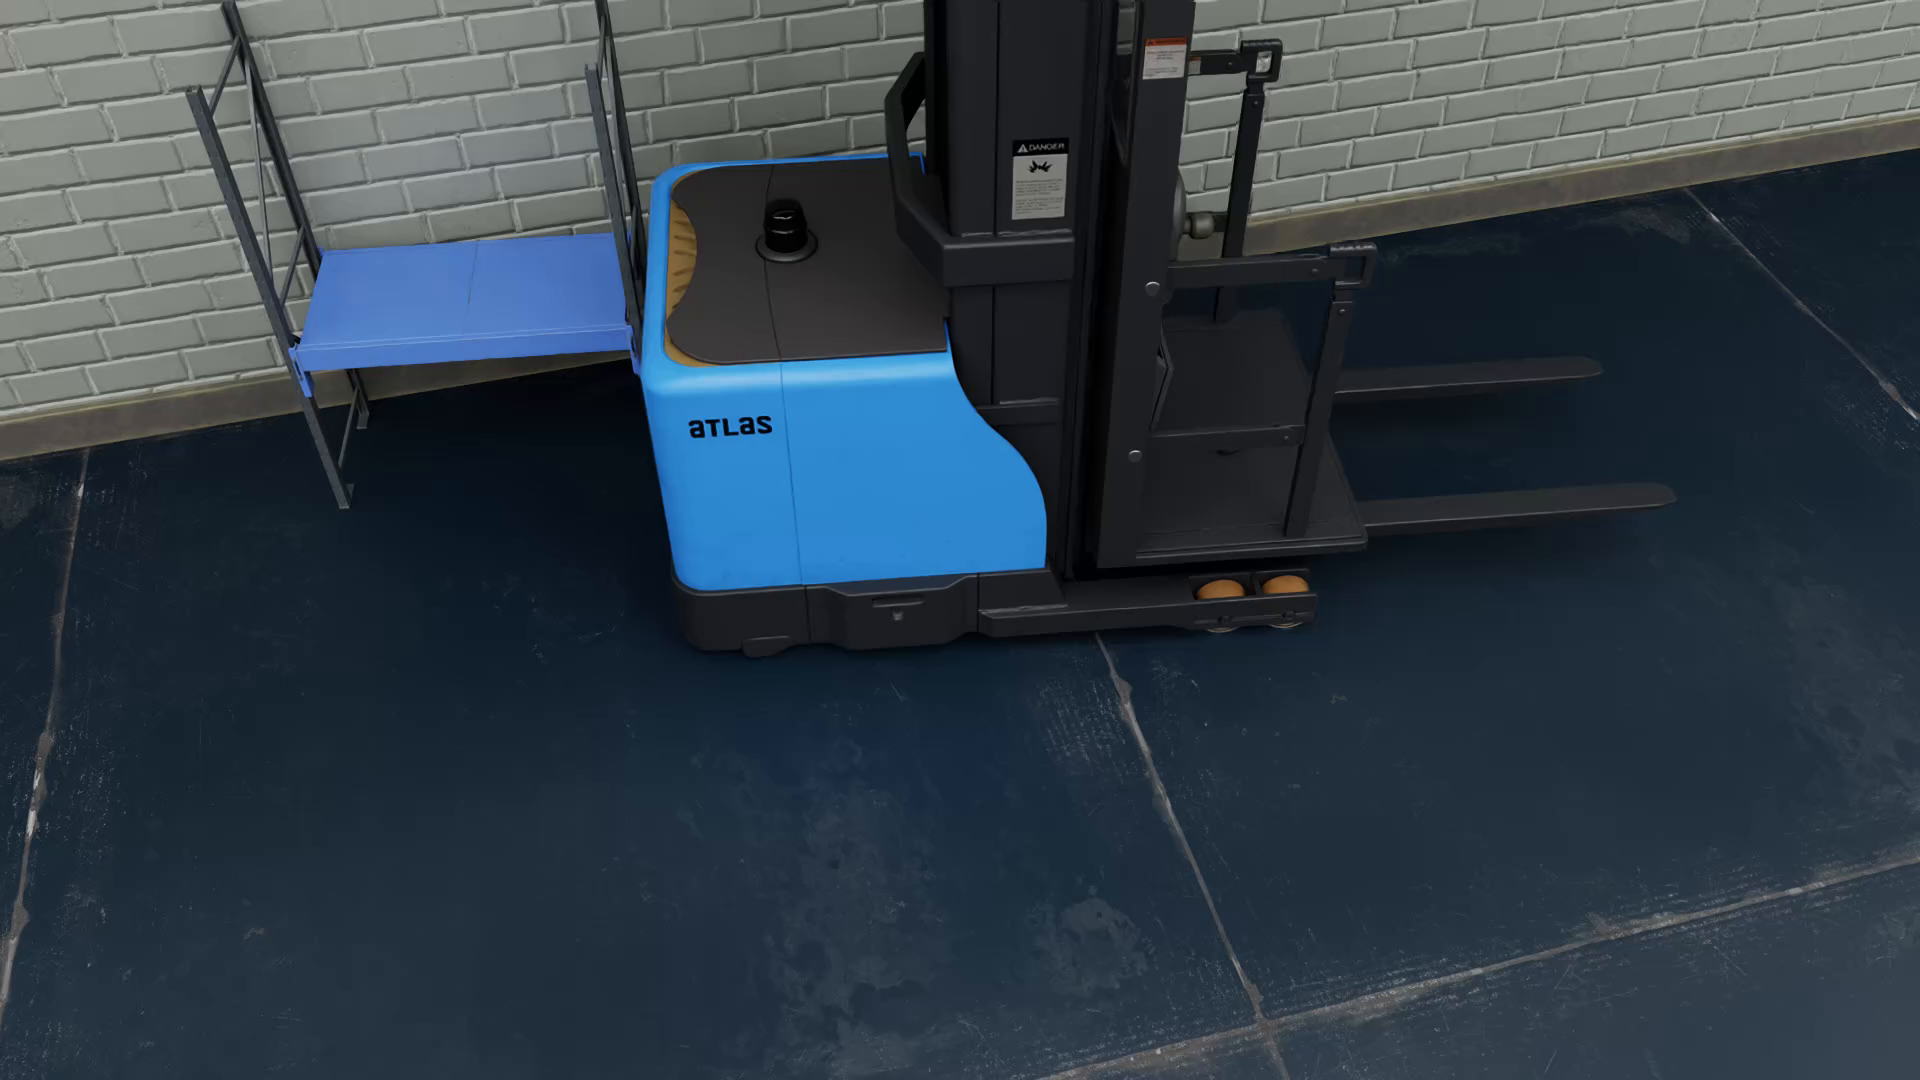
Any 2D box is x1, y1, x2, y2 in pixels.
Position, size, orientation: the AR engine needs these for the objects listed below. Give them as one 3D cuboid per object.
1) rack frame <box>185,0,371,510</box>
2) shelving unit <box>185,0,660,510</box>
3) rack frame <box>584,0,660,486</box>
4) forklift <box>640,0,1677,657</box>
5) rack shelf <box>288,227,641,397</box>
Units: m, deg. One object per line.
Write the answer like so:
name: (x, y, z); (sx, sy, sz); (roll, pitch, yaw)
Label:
rack frame: (-2.005, -0.801, 4.985); (0.032, 1.500, 0.500); (-4, 46, -4)
shelving unit: (-1.500, -0.840, 5.024); (1.048, 1.500, 0.538); (-4, 46, -4)
rack frame: (-0.995, -0.880, 5.062); (0.032, 1.500, 0.500); (-4, 46, -4)
forklift: (0.644, -1.123, 4.299); (3.031, 2.935, 1.130); (-4, 46, -4)
rack shelf: (-1.500, -0.715, 5.152); (1.000, 0.185, 0.538); (-4, 46, -4)
